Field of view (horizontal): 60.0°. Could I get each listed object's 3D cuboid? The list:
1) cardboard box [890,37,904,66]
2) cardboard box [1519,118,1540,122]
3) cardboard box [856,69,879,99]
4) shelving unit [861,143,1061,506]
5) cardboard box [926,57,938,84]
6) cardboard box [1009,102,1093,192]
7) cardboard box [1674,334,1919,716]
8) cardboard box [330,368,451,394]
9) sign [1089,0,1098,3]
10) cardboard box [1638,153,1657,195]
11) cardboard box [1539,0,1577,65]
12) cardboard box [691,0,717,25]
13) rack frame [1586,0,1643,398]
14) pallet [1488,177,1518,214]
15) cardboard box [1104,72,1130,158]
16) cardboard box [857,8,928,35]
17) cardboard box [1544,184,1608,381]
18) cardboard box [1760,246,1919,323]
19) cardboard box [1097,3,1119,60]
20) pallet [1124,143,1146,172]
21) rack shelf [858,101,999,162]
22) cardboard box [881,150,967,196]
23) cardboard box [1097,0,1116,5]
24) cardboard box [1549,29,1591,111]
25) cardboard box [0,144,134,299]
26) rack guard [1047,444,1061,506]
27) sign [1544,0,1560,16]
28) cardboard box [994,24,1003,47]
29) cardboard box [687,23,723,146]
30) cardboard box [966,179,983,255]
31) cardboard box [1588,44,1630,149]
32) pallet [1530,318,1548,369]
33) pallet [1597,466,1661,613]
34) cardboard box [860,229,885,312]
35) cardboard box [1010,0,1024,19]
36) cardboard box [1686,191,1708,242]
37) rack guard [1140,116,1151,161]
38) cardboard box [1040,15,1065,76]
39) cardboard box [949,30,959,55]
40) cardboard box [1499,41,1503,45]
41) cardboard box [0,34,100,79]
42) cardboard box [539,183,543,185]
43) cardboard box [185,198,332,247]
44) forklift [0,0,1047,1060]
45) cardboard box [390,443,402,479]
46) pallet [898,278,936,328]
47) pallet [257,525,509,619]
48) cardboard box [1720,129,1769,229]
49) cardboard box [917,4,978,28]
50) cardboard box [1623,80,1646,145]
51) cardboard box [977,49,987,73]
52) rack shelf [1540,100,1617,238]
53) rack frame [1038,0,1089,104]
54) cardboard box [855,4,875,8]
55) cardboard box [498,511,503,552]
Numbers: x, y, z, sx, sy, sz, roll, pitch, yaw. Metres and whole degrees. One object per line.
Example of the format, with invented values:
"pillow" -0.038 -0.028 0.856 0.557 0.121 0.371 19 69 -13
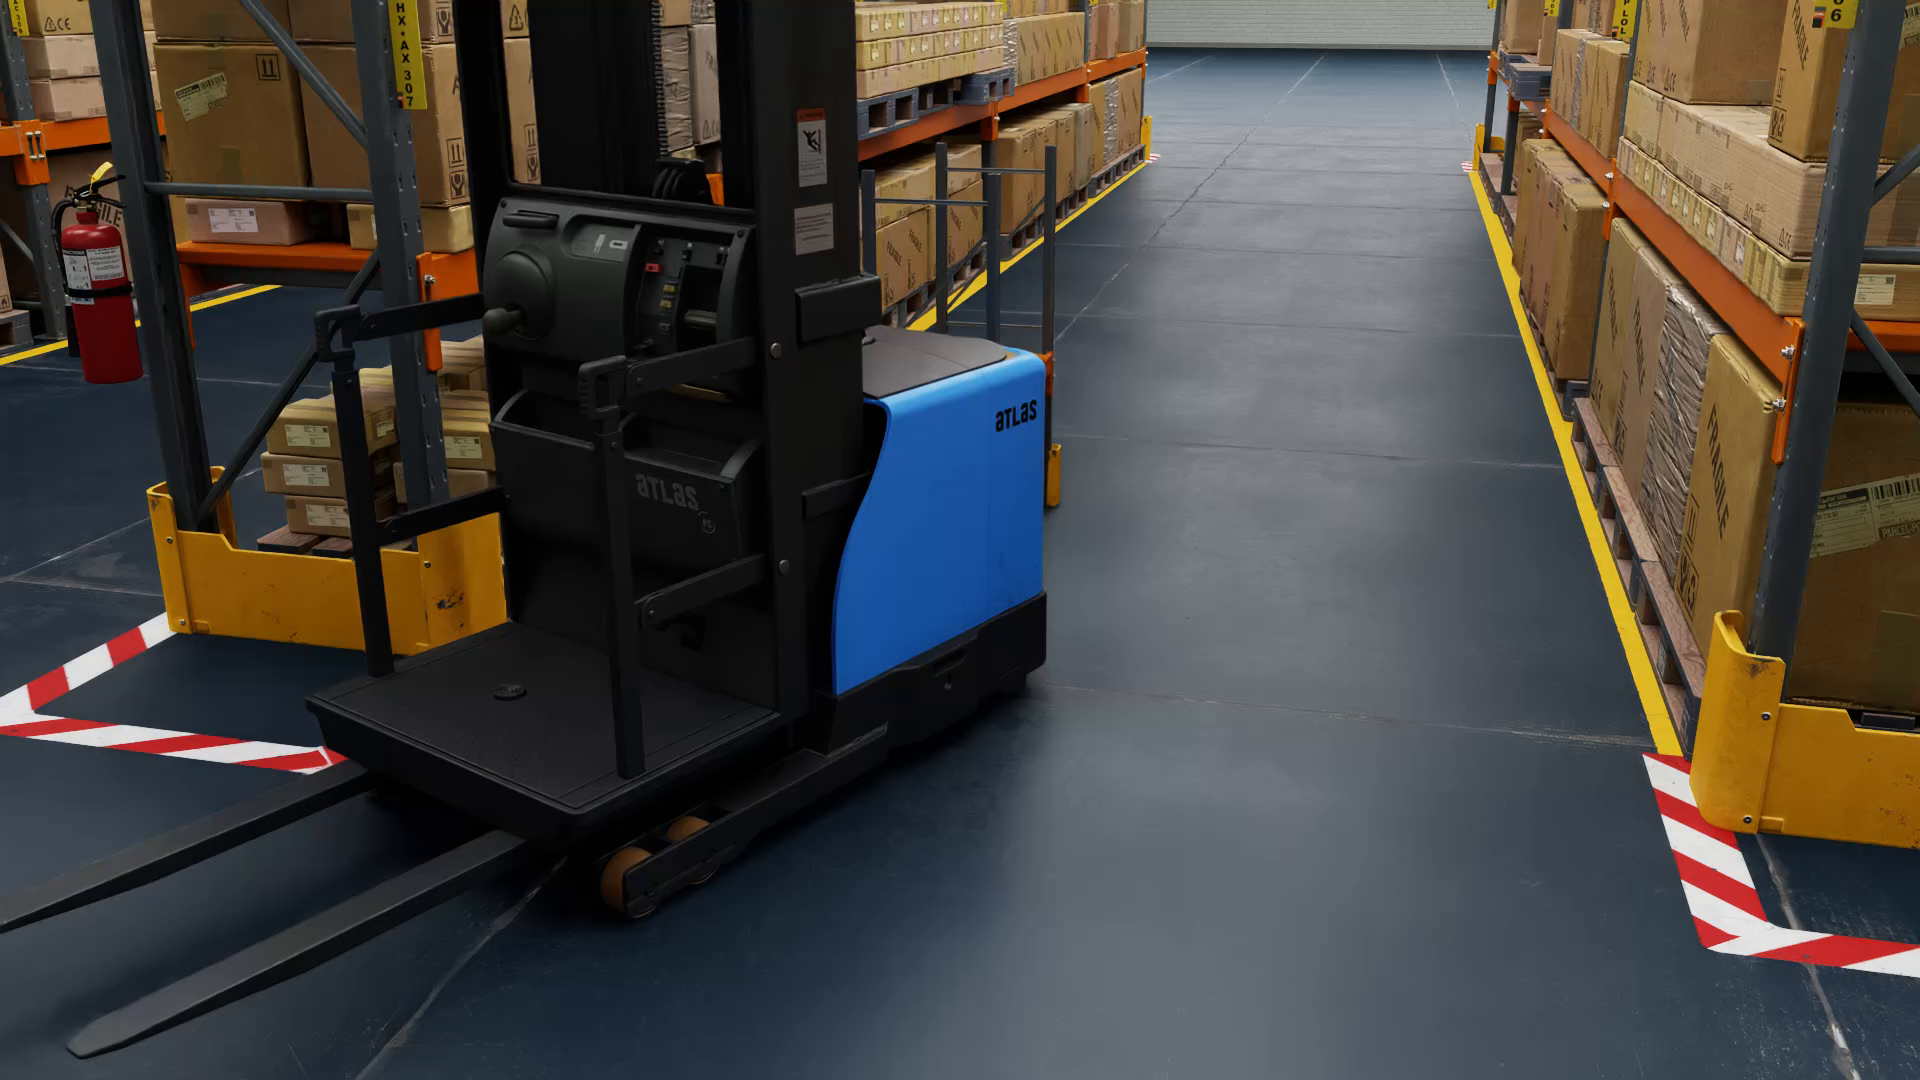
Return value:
"cardboard box" -0.537 -2.812 9.559 0.380 0.149 0.250 5 20 15
"cardboard box" 6.060 -4.117 17.317 0.500 0.500 0.500 7 20 18
"cardboard box" -0.661 -2.509 9.132 0.380 0.149 0.250 4 19 11
"shelving unit" 0.019 -0.734 6.515 0.587 1.500 1.083 5 19 13
"cardboard box" -0.347 -2.919 10.332 0.380 0.149 0.250 4 19 12
"cardboard box" 0.687 -3.782 15.951 1.050 0.750 0.750 5 19 13
"cardboard box" 2.683 -0.065 4.875 0.875 0.875 0.875 5 19 13
"cardboard box" -2.240 -0.571 6.559 0.380 0.149 0.250 4 19 12
"sign" 1.280 -5.320 15.954 0.100 0.325 0.005 5 19 13
"cardboard box" 2.996 -1.486 6.786 0.380 0.149 0.250 4 19 12
"cardboard box" 4.691 -3.774 12.291 0.700 0.500 0.500 8 20 21
"cardboard box" -1.316 -2.513 7.242 0.500 0.500 0.500 5 20 15
"rack frame" 3.581 -1.919 7.665 1.000 3.000 0.127 5 19 13
"pallet" 5.666 -3.320 16.081 1.003 0.211 1.213 5 19 13
"cardboard box" 1.414 -4.803 18.746 0.875 0.875 0.875 4 19 13
"cardboard box" -0.409 -3.117 9.991 0.380 0.149 0.250 4 19 13
"cardboard box" 3.718 -1.314 8.532 1.225 0.875 0.875 5 19 14
"cardboard box" 2.372 -0.684 4.438 0.380 0.149 0.250 5 19 14
"cardboard box" 1.188 -5.371 17.541 0.875 0.550 0.550 5 19 13
"pallet" 1.609 -4.527 19.615 1.003 0.211 1.213 5 19 13
"rack shelf" -0.715 -2.629 10.856 1.077 0.370 4.000 5 19 13
"cardboard box" -0.252 -2.572 11.636 0.500 0.250 0.500 5 19 14
"cardboard box" 1.161 -5.885 17.372 0.875 0.550 0.550 5 19 13
"cardboard box" 4.176 -3.089 10.936 0.500 0.500 0.500 5 20 15
"cardboard box" -5.954 -2.095 10.819 0.875 0.875 0.875 5 20 15
"rack guard" 0.140 -0.298 7.174 0.587 0.250 0.087 5 19 13
"sign" 4.030 -3.723 11.278 0.100 0.325 0.005 5 19 13
"cardboard box" 0.095 -3.626 11.941 0.380 0.149 0.250 5 20 15
"cardboard box" -1.298 -2.038 7.398 0.500 0.500 0.500 5 19 13
"cardboard box" -0.133 -2.385 12.247 0.500 0.500 0.500 5 19 13
"cardboard box" 3.558 -2.289 8.593 0.500 0.500 0.500 5 20 15
"pallet" 3.993 -1.231 9.964 1.003 0.211 1.213 5 19 13
"pallet" 3.024 0.017 6.313 1.003 0.211 1.213 5 19 13
"cardboard box" -0.766 -1.569 9.857 0.500 0.500 0.500 5 20 16
"cardboard box" 0.139 -4.576 13.742 0.700 0.500 0.500 4 19 13
"cardboard box" 2.683 -1.085 5.613 0.380 0.149 0.250 5 19 14
"rack guard" 1.734 -4.928 20.342 1.175 0.500 0.348 5 19 13
"cardboard box" 0.636 -4.396 14.761 0.500 0.500 0.500 5 19 14
"cardboard box" -0.218 -3.221 10.757 0.380 0.149 0.250 5 20 15
"cardboard box" 6.057 -5.337 18.060 0.380 0.149 0.250 5 19 13
"cardboard box" -5.647 -2.983 10.238 0.500 0.250 0.500 4 19 12
"cardboard box" -1.644 -1.208 5.973 0.380 0.149 0.250 4 19 12
"cardboard box" -2.375 -1.094 5.639 0.380 0.149 0.250 5 19 13
"forklift" -1.014 -0.654 4.068 1.130 2.935 3.031 14 23 35
"cardboard box" -2.213 -0.345 6.356 0.380 0.149 0.250 4 19 12
"pallet" -0.719 -1.650 11.193 1.003 0.211 1.213 5 19 13
"pallet" -1.929 -0.045 6.491 1.003 0.211 1.213 5 19 13
"cardboard box" 2.590 -1.067 4.942 0.500 0.250 0.500 4 19 12
"cardboard box" -0.091 -3.523 11.179 0.380 0.149 0.250 5 20 15
"cardboard box" 3.213 -1.862 7.270 0.500 0.250 0.500 4 19 12
"cardboard box" -0.026 -3.327 11.525 0.380 0.149 0.250 5 19 14
"rack shelf" 4.070 -2.205 9.616 1.077 0.370 4.000 5 19 13
"rack frame" 0.751 -4.850 16.245 1.000 3.000 0.127 5 19 13
"cardboard box" -0.784 -3.499 11.109 0.380 0.149 0.250 6 20 16
"cardboard box" -1.742 -0.077 6.033 0.380 0.149 0.250 5 20 14
